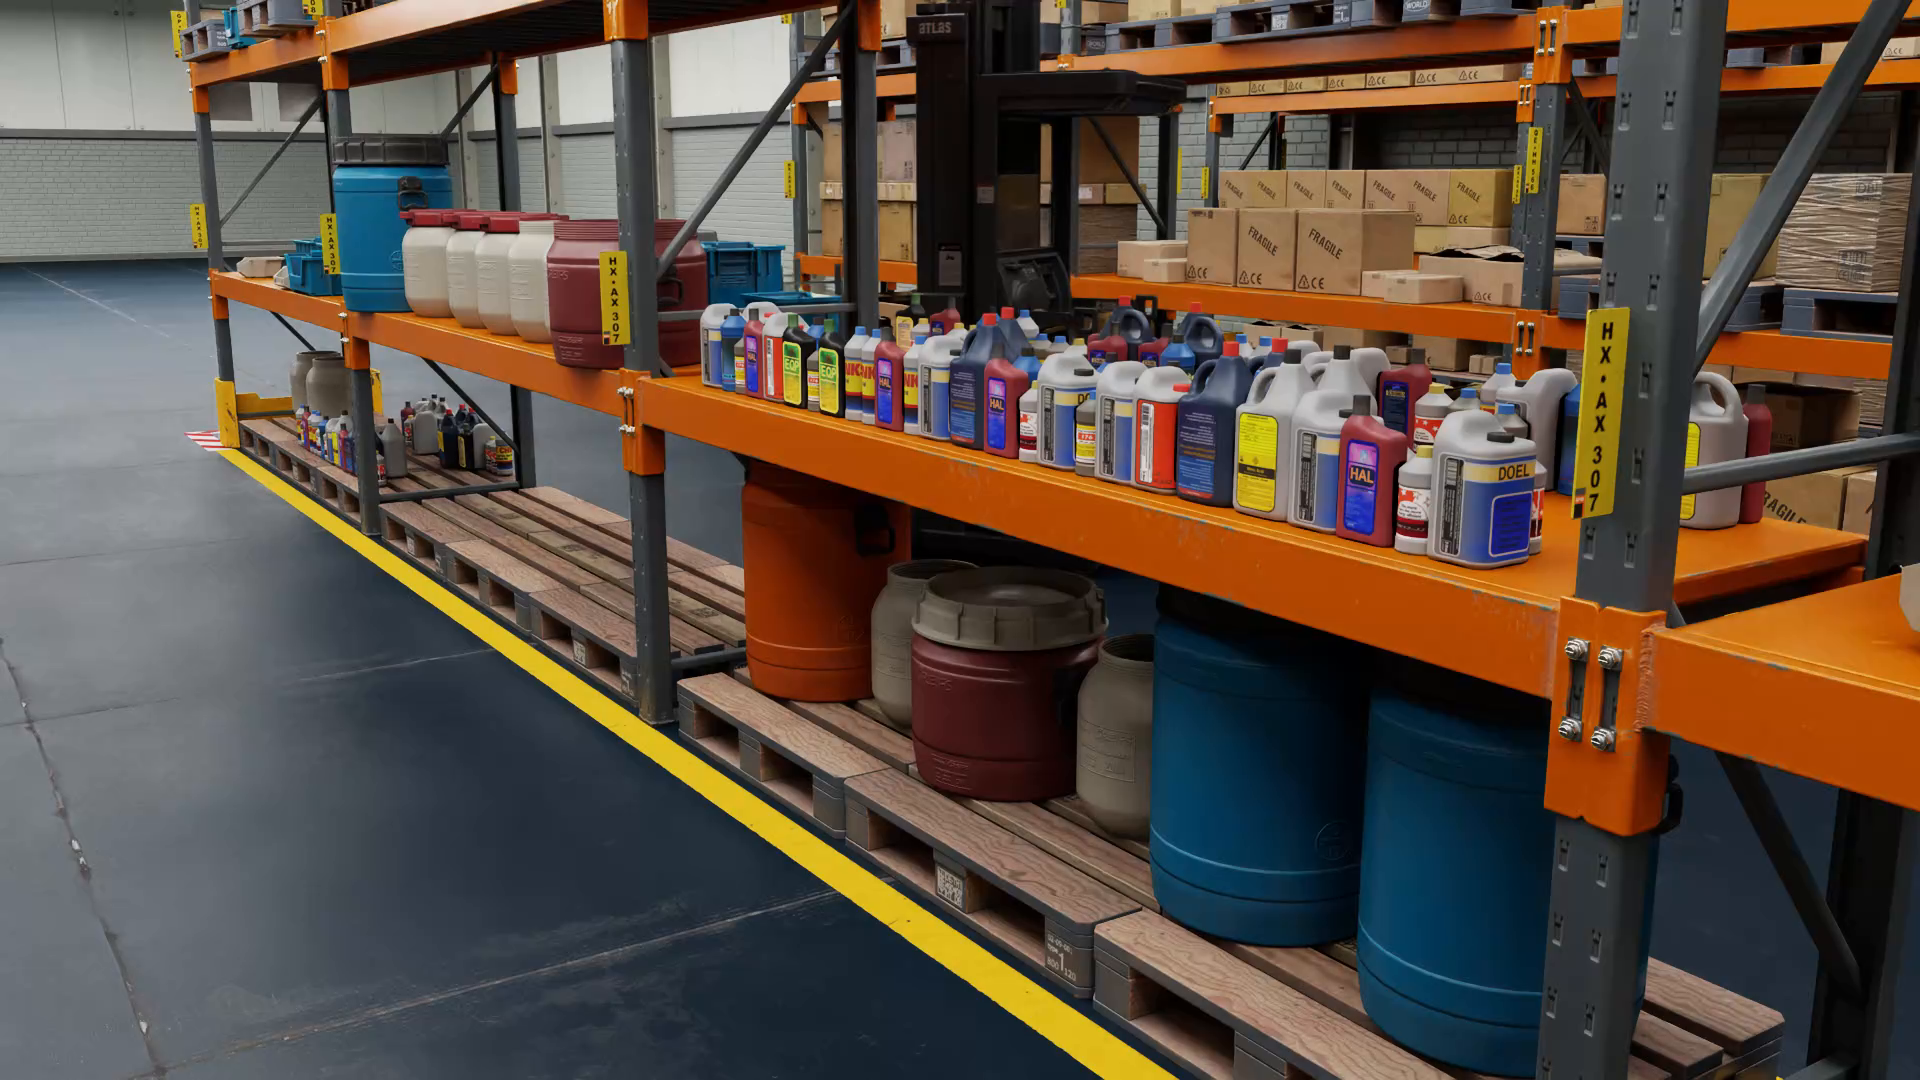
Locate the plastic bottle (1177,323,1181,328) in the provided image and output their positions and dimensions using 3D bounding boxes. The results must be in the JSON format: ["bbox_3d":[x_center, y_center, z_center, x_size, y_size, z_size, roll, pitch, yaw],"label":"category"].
[{"bbox_3d":[0.629,-0.499,4.895,0.061,0.283,0.133,-8,15,-33],"label":"plastic bottle"}]

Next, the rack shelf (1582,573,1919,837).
[{"bbox_3d":[2.565,0.581,1.366,1.077,0.370,4.000,-8,15,-33],"label":"rack shelf"}]

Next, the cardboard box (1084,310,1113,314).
[{"bbox_3d":[0.870,-1.570,13.218,0.500,0.500,0.500,-8,15,-33],"label":"cardboard box"}]

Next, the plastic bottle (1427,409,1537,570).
[{"bbox_3d":[0.969,-0.097,3.075,0.152,0.276,0.135,-8,15,-33],"label":"plastic bottle"}]

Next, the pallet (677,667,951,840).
[{"bbox_3d":[-0.288,0.660,5.848,1.003,0.211,1.213,-8,15,-33],"label":"pallet"}]

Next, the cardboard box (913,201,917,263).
[{"bbox_3d":[0.041,-2.535,13.698,0.700,0.500,0.500,-8,14,-31],"label":"cardboard box"}]

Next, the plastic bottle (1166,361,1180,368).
[{"bbox_3d":[0.506,-0.292,3.975,0.097,0.271,0.097,0,12,0],"label":"plastic bottle"}]

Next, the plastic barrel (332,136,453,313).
[{"bbox_3d":[-3.014,-1.689,8.890,0.600,0.901,0.708,-8,15,-33],"label":"plastic barrel"}]

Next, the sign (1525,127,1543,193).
[{"bbox_3d":[2.906,-1.922,8.420,0.100,0.325,0.005,-8,15,-33],"label":"sign"}]

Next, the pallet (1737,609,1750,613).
[{"bbox_3d":[3.748,0.077,8.517,1.003,0.211,1.213,-8,15,-33],"label":"pallet"}]

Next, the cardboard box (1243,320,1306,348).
[{"bbox_3d":[3.364,-2.200,17.666,0.500,0.311,0.500,-10,16,-39],"label":"cardboard box"}]

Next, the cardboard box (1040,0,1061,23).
[{"bbox_3d":[0.791,-4.046,12.721,0.500,0.311,0.500,-9,15,-36],"label":"cardboard box"}]

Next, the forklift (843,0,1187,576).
[{"bbox_3d":[0.583,-1.376,8.795,3.031,2.935,1.130,5,13,23],"label":"forklift"}]

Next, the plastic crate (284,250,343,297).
[{"bbox_3d":[-3.815,-1.641,10.191,0.499,0.251,0.616,-8,15,-33],"label":"plastic crate"}]

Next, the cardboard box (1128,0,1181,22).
[{"bbox_3d":[1.483,-3.621,11.245,0.500,0.250,0.500,-6,14,-27],"label":"cardboard box"}]

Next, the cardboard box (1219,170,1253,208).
[{"bbox_3d":[3.070,-3.615,17.420,0.500,0.500,0.500,-8,15,-33],"label":"cardboard box"}]

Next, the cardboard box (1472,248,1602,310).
[{"bbox_3d":[3.201,-1.449,9.176,0.500,0.311,0.500,-7,14,-29],"label":"cardboard box"}]

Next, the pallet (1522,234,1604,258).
[{"bbox_3d":[5.574,-2.474,14.105,1.003,0.211,1.213,-8,15,-33],"label":"pallet"}]

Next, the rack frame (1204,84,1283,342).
[{"bbox_3d":[3.055,-3.433,18.037,1.000,3.000,0.127,-8,15,-33],"label":"rack frame"}]

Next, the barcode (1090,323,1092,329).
[{"bbox_3d":[0.944,-1.502,11.785,0.001,0.075,0.075,-8,15,-33],"label":"barcode"}]

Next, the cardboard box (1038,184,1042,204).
[{"bbox_3d":[0.685,-2.567,12.327,0.380,0.149,0.250,-8,15,-34],"label":"cardboard box"}]

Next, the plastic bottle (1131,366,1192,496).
[{"bbox_3d":[0.487,-0.252,3.782,0.152,0.276,0.135,-8,15,-33],"label":"plastic bottle"}]

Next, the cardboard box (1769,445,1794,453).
[{"bbox_3d":[3.675,-0.209,8.120,0.500,0.500,0.500,-9,15,-35],"label":"cardboard box"}]

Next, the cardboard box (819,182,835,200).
[{"bbox_3d":[-1.028,-3.116,14.838,0.380,0.149,0.250,-8,15,-33],"label":"cardboard box"}]

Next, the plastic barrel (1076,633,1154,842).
[{"bbox_3d":[0.538,0.549,4.672,0.421,0.512,0.421,0,12,0],"label":"plastic barrel"}]

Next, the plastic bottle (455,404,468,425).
[{"bbox_3d":[-3.182,-0.696,10.693,0.144,0.351,0.185,-9,15,-35],"label":"plastic bottle"}]

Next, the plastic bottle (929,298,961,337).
[{"bbox_3d":[-0.053,-0.718,5.896,0.061,0.283,0.133,-8,15,-33],"label":"plastic bottle"}]

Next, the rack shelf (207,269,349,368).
[{"bbox_3d":[-4.084,-1.553,11.126,1.077,0.370,4.000,-8,15,-33],"label":"rack shelf"}]

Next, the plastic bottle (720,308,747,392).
[{"bbox_3d":[-0.748,-0.635,5.547,0.097,0.271,0.097,0,12,0],"label":"plastic bottle"}]

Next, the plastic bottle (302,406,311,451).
[{"bbox_3d":[-4.337,-0.746,11.081,0.061,0.283,0.133,-8,15,-32],"label":"plastic bottle"}]

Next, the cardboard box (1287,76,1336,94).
[{"bbox_3d":[3.591,-4.676,16.421,0.500,0.500,0.500,-7,14,-30],"label":"cardboard box"}]

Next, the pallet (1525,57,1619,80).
[{"bbox_3d":[5.525,-3.973,13.924,1.213,0.211,1.003,-8,15,-33],"label":"pallet"}]

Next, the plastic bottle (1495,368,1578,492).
[{"bbox_3d":[1.314,-0.258,3.809,0.152,0.276,0.135,-8,15,-33],"label":"plastic bottle"}]

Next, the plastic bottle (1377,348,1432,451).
[{"bbox_3d":[1.116,-0.343,4.180,0.061,0.283,0.133,-8,15,-33],"label":"plastic bottle"}]

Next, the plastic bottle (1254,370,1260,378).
[{"bbox_3d":[0.782,-0.344,4.379,0.097,0.201,0.097,0,12,0],"label":"plastic bottle"}]

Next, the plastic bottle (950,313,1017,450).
[{"bbox_3d":[0.064,-0.422,4.388,0.144,0.351,0.185,-8,15,-33],"label":"plastic bottle"}]

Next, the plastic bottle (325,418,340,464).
[{"bbox_3d":[-3.945,-0.634,10.587,0.152,0.276,0.135,-8,15,-32],"label":"plastic bottle"}]

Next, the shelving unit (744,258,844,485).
[{"bbox_3d":[-1.030,-0.935,10.125,0.431,1.500,0.755,-5,13,-24],"label":"shelving unit"}]

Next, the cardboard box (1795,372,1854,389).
[{"bbox_3d":[6.857,-1.231,12.791,0.700,0.500,0.500,-8,15,-33],"label":"cardboard box"}]

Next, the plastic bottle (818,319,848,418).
[{"bbox_3d":[-0.369,-0.512,4.957,0.061,0.283,0.133,-8,15,-33],"label":"plastic bottle"}]

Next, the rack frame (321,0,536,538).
[{"bbox_3d":[-2.976,-1.549,9.422,1.000,3.000,0.127,-8,15,-33],"label":"rack frame"}]

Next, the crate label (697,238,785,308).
[{"bbox_3d":[-1.085,-1.063,7.120,0.502,0.435,0.616,-8,15,-33],"label":"crate label"}]

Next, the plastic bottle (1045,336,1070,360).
[{"bbox_3d":[0.320,-0.551,5.326,0.097,0.201,0.097,0,12,0],"label":"plastic bottle"}]

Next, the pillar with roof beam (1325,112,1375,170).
[{"bbox_3d":[0.579,-5.832,14.965,9.100,9.000,0.400,-8,15,-33],"label":"pillar with roof beam"}]

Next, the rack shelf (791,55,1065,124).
[{"bbox_3d":[0.042,-3.604,13.483,1.077,0.370,4.000,-8,15,-33],"label":"rack shelf"}]

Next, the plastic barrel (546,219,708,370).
[{"bbox_3d":[-1.269,-0.950,6.368,0.600,0.536,0.708,-8,15,-33],"label":"plastic barrel"}]

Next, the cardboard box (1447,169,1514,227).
[{"bbox_3d":[4.752,-3.072,14.935,0.500,0.500,0.500,-8,15,-33],"label":"cardboard box"}]

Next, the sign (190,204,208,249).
[{"bbox_3d":[-5.653,-2.331,12.351,0.100,0.325,0.005,-8,15,-33],"label":"sign"}]

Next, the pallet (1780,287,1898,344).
[{"bbox_3d":[4.447,-0.984,7.289,1.003,0.211,1.213,-8,15,-33],"label":"pallet"}]

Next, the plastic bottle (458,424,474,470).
[{"bbox_3d":[-3.078,-0.587,10.352,0.061,0.283,0.133,-8,15,-33],"label":"plastic bottle"}]
